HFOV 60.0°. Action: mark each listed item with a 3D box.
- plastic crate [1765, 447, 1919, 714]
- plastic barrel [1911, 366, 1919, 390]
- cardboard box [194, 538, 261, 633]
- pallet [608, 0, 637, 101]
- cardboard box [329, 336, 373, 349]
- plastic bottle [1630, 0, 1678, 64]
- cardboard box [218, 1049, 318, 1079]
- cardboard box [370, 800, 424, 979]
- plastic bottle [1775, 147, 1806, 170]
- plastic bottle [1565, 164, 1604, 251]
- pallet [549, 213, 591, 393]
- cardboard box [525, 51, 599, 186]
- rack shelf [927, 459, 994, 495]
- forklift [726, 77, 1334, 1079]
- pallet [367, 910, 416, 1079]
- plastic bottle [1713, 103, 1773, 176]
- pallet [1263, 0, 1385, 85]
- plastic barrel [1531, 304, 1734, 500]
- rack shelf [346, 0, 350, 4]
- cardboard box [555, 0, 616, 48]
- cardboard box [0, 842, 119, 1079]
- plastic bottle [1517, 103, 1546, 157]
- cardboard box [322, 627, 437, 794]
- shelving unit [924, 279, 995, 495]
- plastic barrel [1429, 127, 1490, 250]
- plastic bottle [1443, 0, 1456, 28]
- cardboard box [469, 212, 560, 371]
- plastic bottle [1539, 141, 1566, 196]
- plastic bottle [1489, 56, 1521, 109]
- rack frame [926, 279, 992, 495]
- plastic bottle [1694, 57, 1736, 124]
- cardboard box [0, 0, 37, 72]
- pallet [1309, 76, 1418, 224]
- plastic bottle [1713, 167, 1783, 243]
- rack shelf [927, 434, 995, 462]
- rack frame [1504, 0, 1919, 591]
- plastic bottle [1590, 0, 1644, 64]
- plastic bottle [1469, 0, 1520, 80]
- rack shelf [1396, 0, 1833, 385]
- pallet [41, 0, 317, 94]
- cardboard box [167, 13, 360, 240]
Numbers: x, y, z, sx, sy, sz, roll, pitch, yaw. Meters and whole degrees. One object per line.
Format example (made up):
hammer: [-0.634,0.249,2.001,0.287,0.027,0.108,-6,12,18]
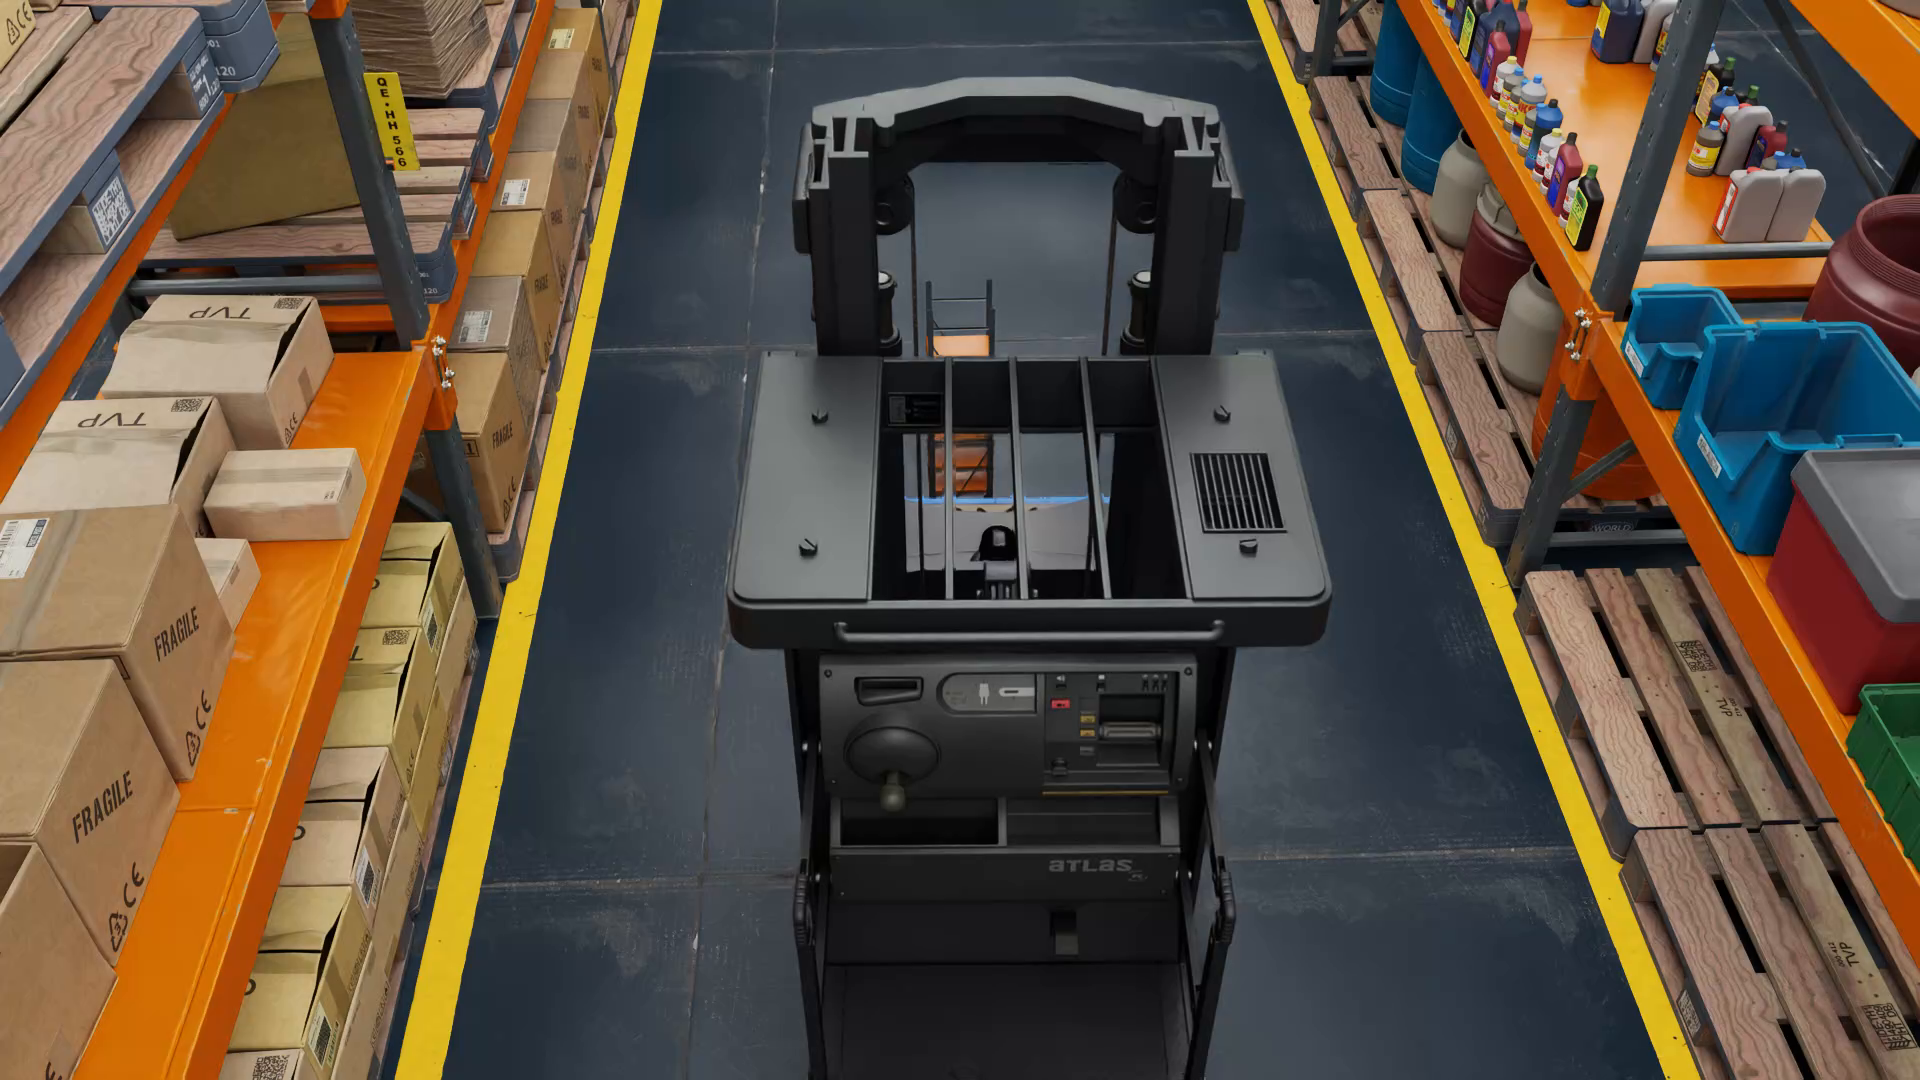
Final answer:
plastic crate: [2.432,0.113,4.360,0.402,0.464,0.583,-2,43,-2]
plastic barrel: [2.926,-0.316,4.792,0.421,0.512,0.421,0,43,0]
cardboard box: [-2.170,0.128,4.576,0.380,0.149,0.250,1,43,1]
pallet: [-2.478,-2.960,9.823,1.003,0.211,1.213,-2,43,-2]
cardboard box: [-2.561,-1.004,6.594,0.500,0.250,0.500,0,43,0]
plastic bottle: [2.914,-2.155,6.973,0.152,0.276,0.135,-2,43,-2]
cardboard box: [-1.918,1.555,4.143,0.500,0.311,0.500,-3,43,-3]
cardboard box: [-1.970,1.071,5.086,0.500,0.250,0.500,-1,43,-1]
plastic bottle: [2.996,-1.297,6.040,0.097,0.271,0.097,0,43,0]
plastic bottle: [2.225,-1.181,5.905,0.061,0.283,0.133,-2,43,-2]
pallet: [-2.323,-1.123,7.819,1.003,0.211,1.213,-2,43,-2]
cardboard box: [-2.130,-2.106,8.352,0.500,0.500,0.500,-2,43,-2]
rack shelf: [0.001,-0.223,6.526,0.258,0.103,0.180,-2,43,-2]
forklift: [0.122,0.562,3.968,1.130,2.935,3.031,0,43,0]
pallet: [-2.235,1.583,4.867,1.003,0.211,1.213,-2,43,-2]
plastic bottle: [2.954,-1.532,6.293,0.152,0.276,0.135,-2,43,-2]
pallet: [2.429,-3.131,10.010,1.003,0.211,1.213,-2,43,-2]
plastic barrel: [2.631,-0.648,6.532,0.600,0.830,0.708,-2,43,-2]
rack shelf: [-2.365,-3.015,6.131,1.077,0.370,4.000,-2,43,-2]
cardboard box: [-2.252,-2.985,9.451,0.500,0.311,0.500,-2,43,-2]
cardboard box: [-2.149,0.965,3.403,0.500,0.500,0.500,1,43,1]
plastic bottle: [2.217,-1.582,6.404,0.097,0.201,0.097,0,43,0]
cardboard box: [-1.983,0.525,5.266,0.500,0.311,0.500,-2,43,-2]
shelving unit: [0.001,-0.433,6.334,0.258,1.200,0.189,-2,43,-2]
plastic barrel: [2.470,-1.672,7.885,0.421,0.512,0.421,0,43,0]
plastic bottle: [2.169,-2.367,7.207,0.097,0.271,0.097,0,43,0]
cardboard box: [-2.058,-1.072,7.224,0.500,0.500,0.500,-2,43,-2]
plastic bottle: [2.229,-1.385,6.188,0.097,0.201,0.097,0,43,0]
plastic bottle: [2.200,-1.845,6.690,0.097,0.201,0.097,0,43,0]
rack frame: [-0.003,-0.494,6.401,0.240,1.200,0.006,-2,43,-2]
plastic bottle: [2.984,-1.782,6.560,0.061,0.283,0.133,-2,43,-2]
cardboard box: [-2.151,-0.985,3.185,0.500,0.250,0.500,-2,43,-3]
pallet: [2.490,-2.114,8.900,1.003,0.211,1.213,-2,43,-2]
plastic bottle: [2.821,-1.215,5.947,0.152,0.276,0.135,-2,43,-2]
rack shelf: [0.001,-0.400,6.364,0.258,0.103,0.180,-2,43,-2]
rack frame: [2.669,-0.963,5.581,1.000,3.000,0.127,-2,43,-2]
plastic bottle: [2.765,-2.196,6.962,0.144,0.351,0.185,-2,43,-2]
plastic bottle: [2.212,-2.086,6.843,0.144,0.351,0.185,-2,43,-2]
rack shelf: [2.584,-2.048,7.297,1.077,0.370,4.000,-2,43,-2]
pallet: [-2.162,-1.404,3.982,1.213,0.211,1.003,0,43,0]
cardboard box: [-2.420,-1.437,5.714,0.700,0.500,0.500,-15,45,-16]
